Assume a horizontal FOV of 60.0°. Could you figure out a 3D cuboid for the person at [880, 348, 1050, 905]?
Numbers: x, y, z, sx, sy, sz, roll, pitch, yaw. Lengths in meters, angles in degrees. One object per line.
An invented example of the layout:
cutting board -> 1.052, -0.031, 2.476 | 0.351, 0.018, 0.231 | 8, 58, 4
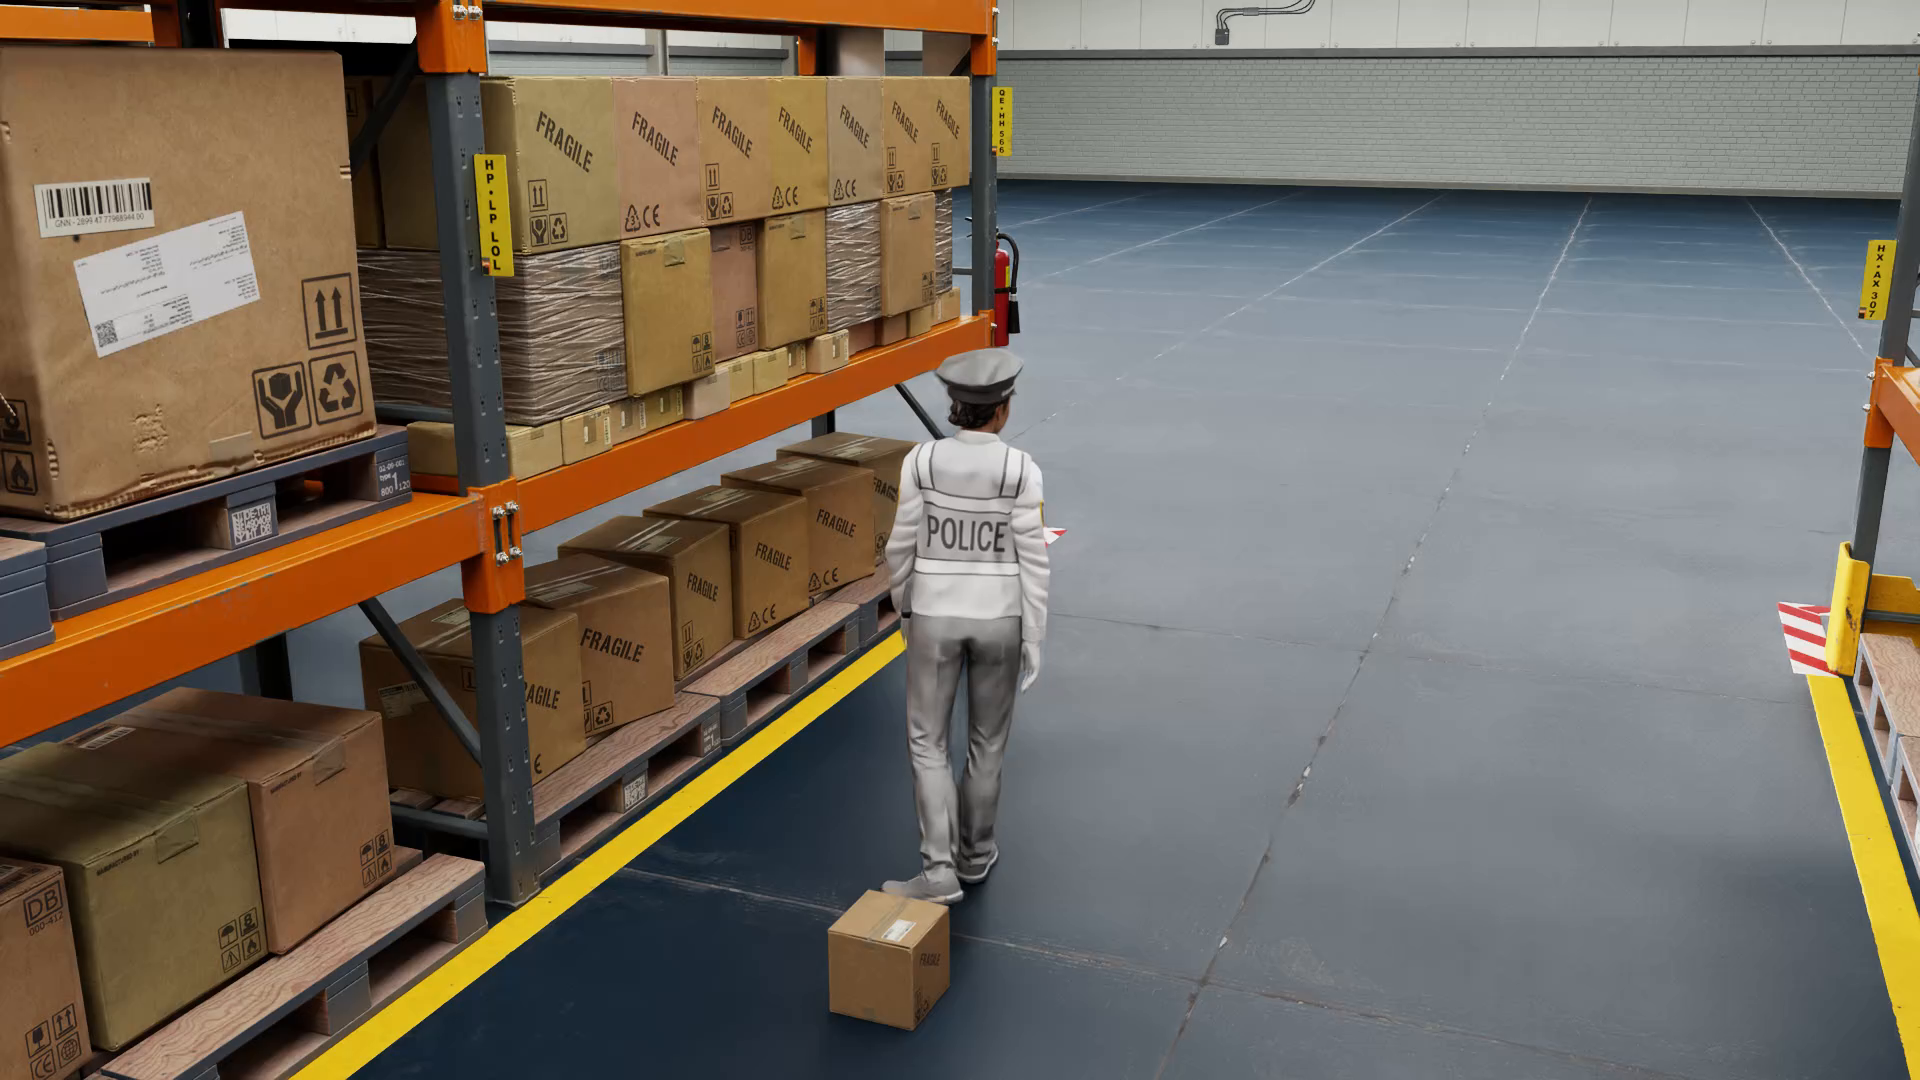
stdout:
person -> 0.014, 0.288, 4.955 | 0.502, 1.666, 0.635 | 0, 16, 2
